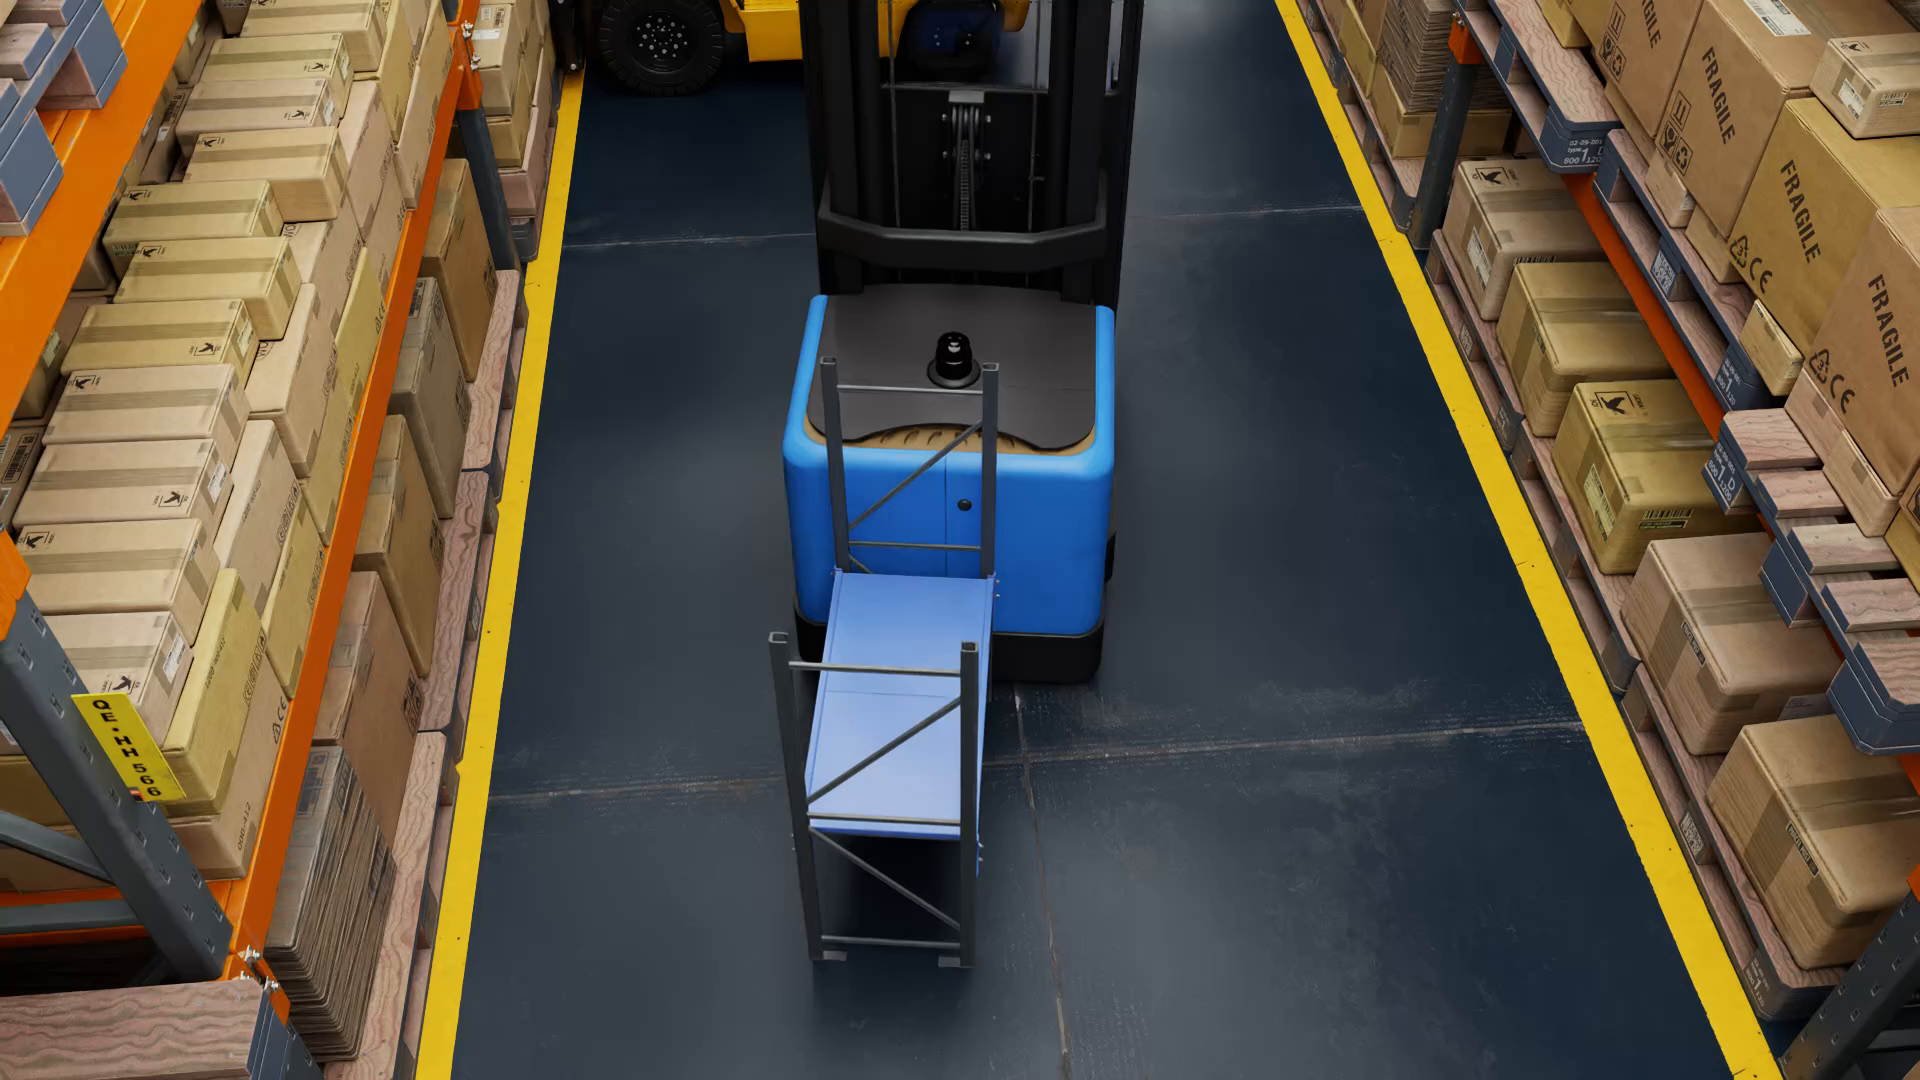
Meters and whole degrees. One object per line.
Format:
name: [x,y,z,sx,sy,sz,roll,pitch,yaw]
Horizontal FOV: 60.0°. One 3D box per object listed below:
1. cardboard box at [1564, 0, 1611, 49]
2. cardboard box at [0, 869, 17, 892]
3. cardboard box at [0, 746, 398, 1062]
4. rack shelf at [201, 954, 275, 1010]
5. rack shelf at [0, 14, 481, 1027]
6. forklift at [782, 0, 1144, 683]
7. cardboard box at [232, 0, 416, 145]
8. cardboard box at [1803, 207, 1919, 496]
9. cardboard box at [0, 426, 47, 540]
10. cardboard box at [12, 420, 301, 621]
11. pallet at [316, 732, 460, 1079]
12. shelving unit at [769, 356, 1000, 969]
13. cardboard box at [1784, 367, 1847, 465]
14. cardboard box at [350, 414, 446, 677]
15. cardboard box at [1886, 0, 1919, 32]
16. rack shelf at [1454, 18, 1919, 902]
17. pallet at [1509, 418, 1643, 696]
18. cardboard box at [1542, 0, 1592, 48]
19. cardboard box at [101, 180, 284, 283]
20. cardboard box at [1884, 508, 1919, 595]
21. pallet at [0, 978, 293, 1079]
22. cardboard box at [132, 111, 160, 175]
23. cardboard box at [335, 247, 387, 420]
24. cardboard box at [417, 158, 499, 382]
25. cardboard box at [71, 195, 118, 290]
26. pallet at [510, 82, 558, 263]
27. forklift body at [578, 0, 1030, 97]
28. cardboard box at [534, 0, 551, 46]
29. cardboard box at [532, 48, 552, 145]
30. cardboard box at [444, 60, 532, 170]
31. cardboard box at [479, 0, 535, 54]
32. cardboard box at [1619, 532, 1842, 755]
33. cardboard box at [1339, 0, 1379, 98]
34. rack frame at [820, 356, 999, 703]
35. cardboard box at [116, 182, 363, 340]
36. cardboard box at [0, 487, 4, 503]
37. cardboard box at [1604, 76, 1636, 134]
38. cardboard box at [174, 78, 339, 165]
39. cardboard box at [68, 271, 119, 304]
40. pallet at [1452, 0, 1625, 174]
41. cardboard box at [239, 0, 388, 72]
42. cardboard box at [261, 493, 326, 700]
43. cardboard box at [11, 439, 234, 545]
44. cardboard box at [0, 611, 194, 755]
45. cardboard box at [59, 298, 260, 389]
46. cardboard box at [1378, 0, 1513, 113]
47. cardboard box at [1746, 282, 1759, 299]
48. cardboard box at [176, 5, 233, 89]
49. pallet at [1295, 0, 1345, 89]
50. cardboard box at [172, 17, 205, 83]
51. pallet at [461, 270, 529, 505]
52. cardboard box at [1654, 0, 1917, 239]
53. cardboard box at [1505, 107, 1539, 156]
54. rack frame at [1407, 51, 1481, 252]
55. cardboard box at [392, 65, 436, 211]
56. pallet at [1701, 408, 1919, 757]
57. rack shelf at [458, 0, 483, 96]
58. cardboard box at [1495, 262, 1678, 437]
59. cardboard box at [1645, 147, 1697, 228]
cardboard box: [2.331,-1.963,5.481,0.500,0.500,0.500,-3,47,-3]
cardboard box: [-2.369,0.539,3.777,0.500,0.250,0.500,-4,47,-4]
cardboard box: [-2.115,1.017,4.567,0.875,0.625,0.625,-2,47,-2]
rack shelf: [-1.909,2.492,2.320,1.077,0.370,4.000,-3,47,-3]
rack shelf: [-2.244,-0.403,5.061,1.077,0.370,4.000,-3,47,-3]
forklift: [0.050,-1.586,5.734,1.130,2.935,3.031,3,47,2]
cardboard box: [-2.065,-1.506,5.369,0.500,0.250,0.500,-5,47,-4]
cardboard box: [2.500,-0.474,4.070,0.500,0.500,0.500,-4,47,-4]
cardboard box: [-2.436,-0.001,3.944,0.500,0.250,0.500,-3,47,-3]
cardboard box: [-1.911,-0.021,3.963,0.500,0.250,0.500,-2,47,-2]
pallet: [-2.106,1.158,5.008,1.003,0.211,1.213,-3,47,-3]
shelving unit: [-0.173,0.390,4.848,0.538,1.500,1.048,3,47,2]
cardboard box: [2.434,-0.340,4.390,0.380,0.149,0.250,-5,47,-5]
cardboard box: [-2.234,0.058,5.476,0.875,0.625,0.625,-5,47,-5]
cardboard box: [2.927,-1.251,4.806,0.500,0.500,0.500,-5,47,-5]
rack shelf: [2.702,-0.707,5.349,1.077,0.370,4.000,-3,47,-3]
pallet: [2.707,0.006,6.099,1.003,0.211,1.213,-3,47,-3]
cardboard box: [2.278,-1.859,5.828,0.380,0.149,0.250,-3,47,-2]
cardboard box: [-2.046,-0.824,4.449,0.380,0.149,0.250,-3,47,-3]
cardboard box: [2.513,0.022,4.047,0.380,0.149,0.250,-3,47,-3]
pallet: [-1.950,1.349,3.038,1.213,0.211,1.003,-3,47,-3]
cardboard box: [-2.542,-1.161,4.768,0.380,0.149,0.250,-4,47,-4]
cardboard box: [-1.999,-0.599,4.855,0.500,0.250,0.500,-2,47,-2]
cardboard box: [-2.356,-1.048,6.523,0.875,0.625,0.625,-2,47,-2]
cardboard box: [-2.453,-0.793,4.419,0.380,0.149,0.250,-2,47,-2]
pallet: [-2.436,-1.716,7.730,1.003,0.211,1.213,-3,47,-3]
forklift body: [-0.769,-3.438,8.025,2.313,2.155,1.214,-3,47,-3]
cardboard box: [-2.219,-2.565,7.874,0.500,0.250,0.500,-4,47,-4]
cardboard box: [-2.180,-2.032,7.713,0.500,0.250,0.500,-4,47,-4]
cardboard box: [-2.144,-1.836,7.184,0.500,0.250,0.500,-4,47,-3]
cardboard box: [-2.172,-2.379,7.353,0.500,0.250,0.500,-3,47,-3]
cardboard box: [2.762,0.309,5.412,0.950,0.372,0.625,-4,47,-4]
cardboard box: [2.163,-2.396,8.058,0.500,0.250,0.500,-5,47,-4]
rack frame: [-0.142,0.021,5.197,0.500,1.500,0.032,3,47,2]
cardboard box: [-2.005,-0.769,4.672,0.500,0.250,0.500,-3,47,-3]
cardboard box: [-2.400,-0.057,3.722,0.380,0.149,0.250,-4,47,-3]
cardboard box: [2.358,-1.470,5.460,0.380,0.149,0.250,-3,47,-3]
cardboard box: [-2.025,-1.198,4.803,0.380,0.149,0.250,-3,47,-3]
cardboard box: [-2.509,-0.728,4.633,0.500,0.250,0.500,-4,47,-4]
pallet: [2.454,-1.774,5.996,1.003,0.211,1.213,-3,47,-3]
cardboard box: [-2.000,-1.573,5.158,0.380,0.149,0.250,-5,47,-5]
cardboard box: [-1.907,0.149,4.147,0.500,0.250,0.500,-4,47,-4]
cardboard box: [-1.880,-0.086,3.750,0.380,0.149,0.250,-2,47,-2]
cardboard box: [-1.810,0.291,3.393,0.380,0.149,0.250,-2,47,-2]
cardboard box: [-1.966,-0.455,4.099,0.380,0.149,0.250,-3,47,-3]
cardboard box: [2.218,-2.270,7.422,0.500,0.500,0.500,-4,47,-4]
cardboard box: [2.502,-0.728,4.757,0.380,0.149,0.250,-3,47,-3]
cardboard box: [-2.592,-1.470,5.335,0.500,0.250,0.500,-4,47,-4]
pallet: [2.338,-2.811,8.767,1.003,0.211,1.213,-3,47,-3]
cardboard box: [-2.563,-1.525,5.113,0.380,0.149,0.250,-4,47,-4]
pallet: [-2.311,-0.607,6.680,1.003,0.211,1.213,-3,47,-3]
cardboard box: [2.412,-1.234,4.790,0.500,0.500,0.500,-5,47,-5]
cardboard box: [2.754,-2.043,7.724,0.500,0.250,0.500,-5,47,-5]
rack frame: [2.535,-2.401,6.458,1.000,3.000,0.127,-3,47,-3]
cardboard box: [-2.061,-1.333,5.550,0.500,0.250,0.500,-4,47,-4]
pallet: [2.704,0.050,4.269,1.213,0.211,1.003,-3,47,-3]
rack shelf: [-2.579,-3.297,7.802,1.077,0.370,4.000,-3,47,-3]
cardboard box: [2.645,-0.743,6.408,0.950,0.372,0.625,-1,47,-1]
cardboard box: [2.347,-1.096,5.105,0.380,0.149,0.250,-2,47,-2]
